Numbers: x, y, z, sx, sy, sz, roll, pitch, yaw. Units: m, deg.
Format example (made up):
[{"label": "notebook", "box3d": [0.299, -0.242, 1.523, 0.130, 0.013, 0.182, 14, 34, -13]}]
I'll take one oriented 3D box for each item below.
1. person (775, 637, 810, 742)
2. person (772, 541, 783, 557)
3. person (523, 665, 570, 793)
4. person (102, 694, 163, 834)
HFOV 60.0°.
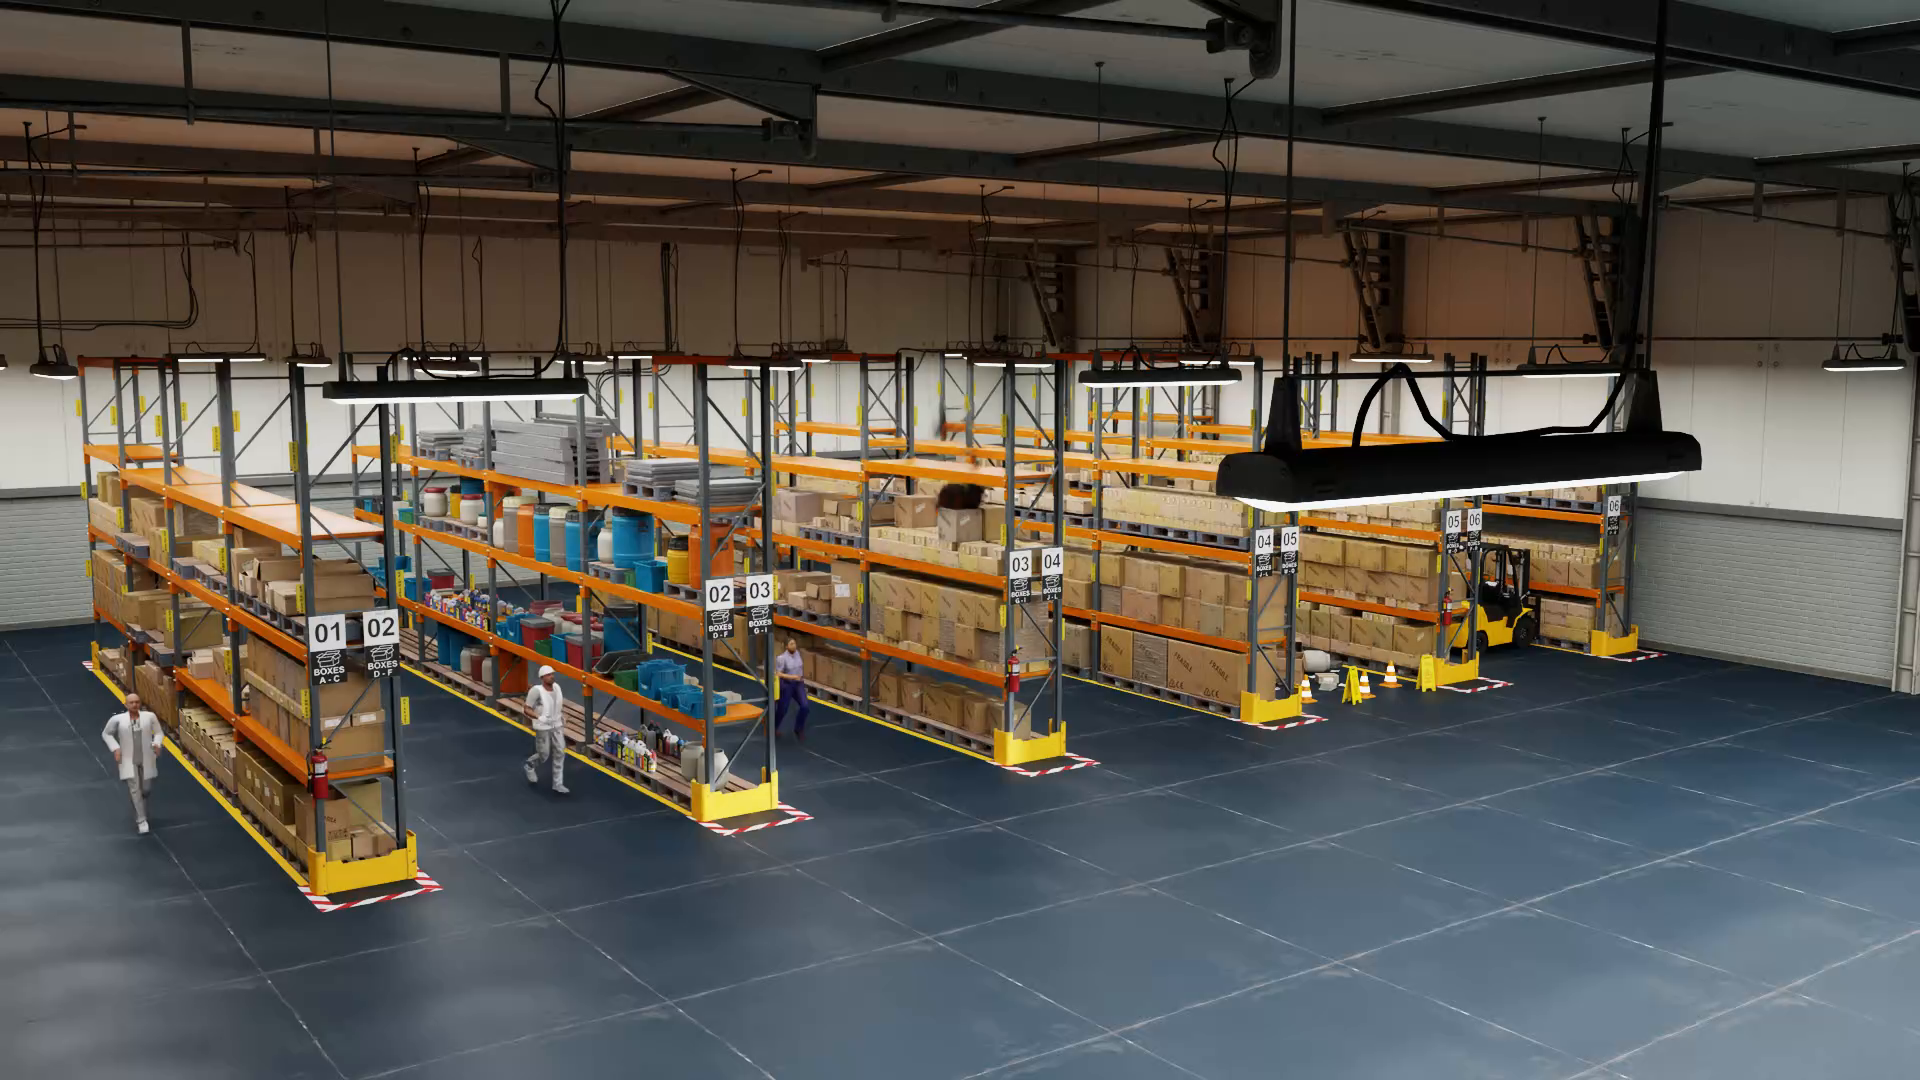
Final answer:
[{"label": "person", "box3d": [-2.692, 2.367, 26.237, 0.556, 1.685, 0.760, -6, 9, -42]}, {"label": "person", "box3d": [-4.640, 0.437, 41.836, 0.769, 1.743, 0.837, -3, 8, -23]}, {"label": "person", "box3d": [-5.814, 2.633, 23.333, 0.880, 1.775, 0.682, 6, 9, 39]}, {"label": "person", "box3d": [-10.711, 2.863, 21.595, 0.711, 1.765, 0.880, -5, 8, -34]}]
